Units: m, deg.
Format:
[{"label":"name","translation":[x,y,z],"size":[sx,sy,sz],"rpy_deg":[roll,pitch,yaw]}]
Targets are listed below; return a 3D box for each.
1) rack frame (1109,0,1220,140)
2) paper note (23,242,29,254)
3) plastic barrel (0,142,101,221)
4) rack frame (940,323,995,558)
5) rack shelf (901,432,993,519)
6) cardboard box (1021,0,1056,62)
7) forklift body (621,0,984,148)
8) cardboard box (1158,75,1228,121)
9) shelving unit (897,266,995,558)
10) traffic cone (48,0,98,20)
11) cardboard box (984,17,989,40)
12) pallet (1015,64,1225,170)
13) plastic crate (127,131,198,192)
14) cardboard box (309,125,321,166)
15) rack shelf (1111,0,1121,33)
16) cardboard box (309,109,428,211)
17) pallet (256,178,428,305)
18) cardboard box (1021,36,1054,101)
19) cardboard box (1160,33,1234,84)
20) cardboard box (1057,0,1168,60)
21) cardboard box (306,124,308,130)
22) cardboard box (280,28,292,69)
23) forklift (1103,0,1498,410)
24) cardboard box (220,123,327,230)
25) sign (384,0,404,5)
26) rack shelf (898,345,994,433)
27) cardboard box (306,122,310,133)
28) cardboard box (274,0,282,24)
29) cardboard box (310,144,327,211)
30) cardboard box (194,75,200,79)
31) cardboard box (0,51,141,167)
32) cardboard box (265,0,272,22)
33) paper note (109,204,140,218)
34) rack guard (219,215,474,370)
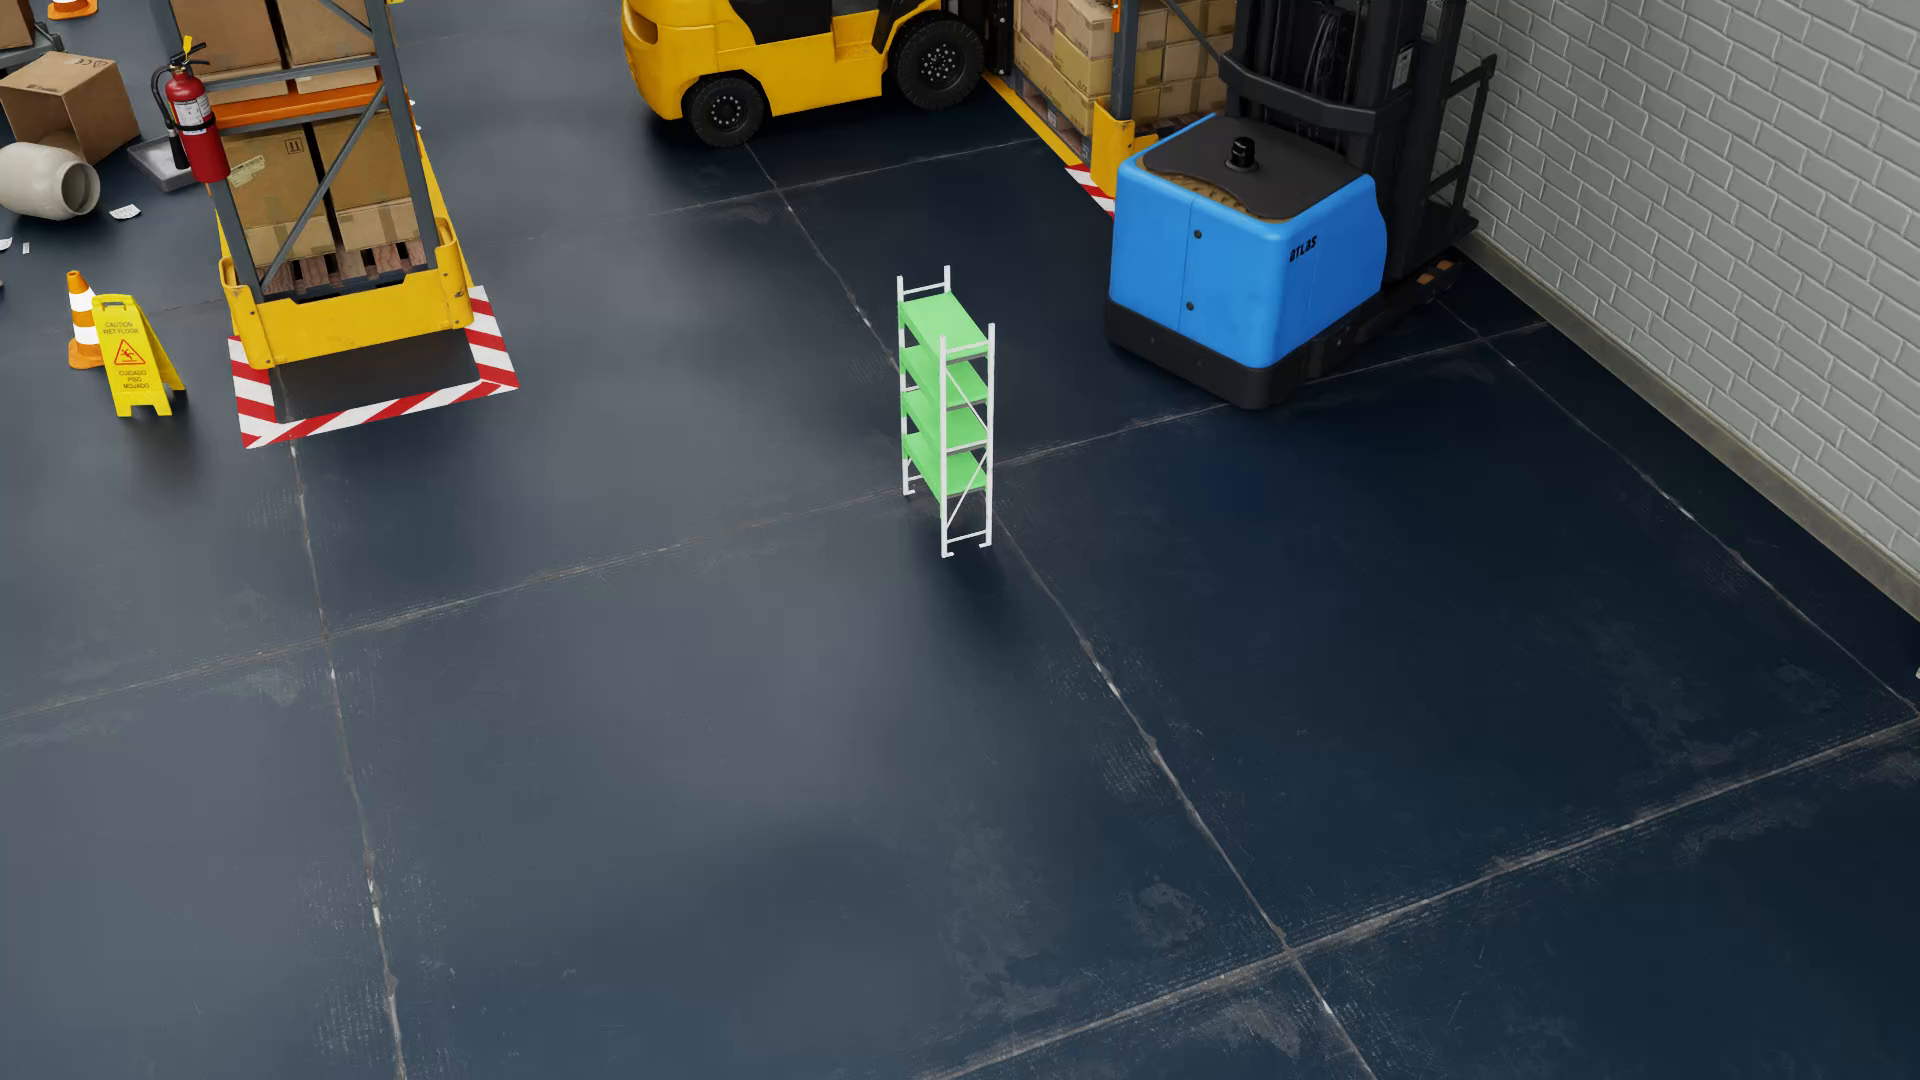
[{"label":"rack frame","translation":[1.380,-3.460,9.392],"size":[1.000,3.000,0.127],"rpy_deg":[-15,43,-17]},{"label":"paper note","translation":[-5.407,-1.691,9.627],"size":[0.032,0.001,0.123],"rpy_deg":[-15,43,-17]},{"label":"plastic barrel","translation":[-5.393,-2.109,9.797],"size":[0.512,0.421,0.421],"rpy_deg":[12,42,13]},{"label":"rack frame","translation":[0.030,-0.408,7.222],"size":[0.240,1.200,0.015],"rpy_deg":[-15,43,-17]},{"label":"rack shelf","translation":[-0.063,-0.324,7.592],"size":[0.258,0.148,0.480],"rpy_deg":[-15,43,-17]},{"label":"cardboard box","translation":[0.723,-3.286,10.593],"size":[0.500,0.250,0.500],"rpy_deg":[-16,43,-17]},{"label":"forklift body","translation":[-1.031,-3.825,10.468],"size":[2.313,2.155,1.214],"rpy_deg":[-15,43,-17]},{"label":"cardboard box","translation":[1.373,-2.921,10.552],"size":[0.500,0.250,0.500],"rpy_deg":[-15,43,-17]},{"label":"shelving unit","translation":[-0.063,-0.555,7.393],"size":[0.258,1.200,0.503],"rpy_deg":[-15,43,-17]},{"label":"traffic cone","translation":[-6.503,-4.065,12.041],"size":[0.336,0.463,0.334],"rpy_deg":[-15,43,-17]},{"label":"cardboard box","translation":[0.325,-3.694,11.450],"size":[0.500,0.250,0.500],"rpy_deg":[-14,43,-16]},{"label":"pallet","translation":[1.049,-2.853,10.824],"size":[1.003,0.211,1.213],"rpy_deg":[-15,43,-17]},{"label":"plastic crate","translation":[-4.892,-2.372,10.365],"size":[0.402,0.080,0.583],"rpy_deg":[-31,49,-31]},{"label":"cardboard box","translation":[-3.666,-2.526,10.092],"size":[0.500,0.250,0.500],"rpy_deg":[-12,42,-14]},{"label":"rack shelf","translation":[0.615,-4.392,11.027],"size":[1.077,0.370,4.000],"rpy_deg":[-15,43,-17]},{"label":"cardboard box","translation":[-3.267,-2.190,9.126],"size":[0.500,0.500,0.500],"rpy_deg":[-16,43,-18]},{"label":"pallet","translation":[-3.512,-1.706,9.491],"size":[1.003,0.211,1.213],"rpy_deg":[-15,43,-17]},{"label":"cardboard box","translation":[0.727,-3.083,10.740],"size":[0.500,0.250,0.500],"rpy_deg":[-15,43,-17]},{"label":"cardboard box","translation":[1.392,-3.101,10.378],"size":[0.500,0.250,0.500],"rpy_deg":[-14,43,-16]},{"label":"cardboard box","translation":[0.916,-3.156,10.057],"size":[0.500,0.250,0.500],"rpy_deg":[-14,43,-15]},{"label":"cardboard box","translation":[-4.141,-2.657,9.670],"size":[0.500,0.500,0.500],"rpy_deg":[-16,43,-18]},{"label":"cardboard box","translation":[-3.253,-2.529,8.502],"size":[0.380,0.149,0.250],"rpy_deg":[-14,43,-16]},{"label":"forklift","translation":[2.148,-2.626,8.475],"size":[1.130,2.935,3.031],"rpy_deg":[32,50,32]},{"label":"cardboard box","translation":[-3.752,-2.038,8.950],"size":[0.500,0.500,0.500],"rpy_deg":[-15,43,-17]},{"label":"sign","translation":[-2.703,-2.683,7.824],"size":[0.100,0.325,0.005],"rpy_deg":[-15,43,-17]},{"label":"rack shelf","translation":[-0.063,-0.688,7.279],"size":[0.258,0.148,0.480],"rpy_deg":[-15,43,-17]},{"label":"cardboard box","translation":[-4.338,-2.685,10.278],"size":[0.500,0.250,0.500],"rpy_deg":[-16,43,-17]},{"label":"cardboard box","translation":[-3.330,-3.036,8.594],"size":[0.500,0.500,0.500],"rpy_deg":[-14,43,-16]},{"label":"cardboard box","translation":[-3.953,-2.070,9.562],"size":[0.500,0.250,0.500],"rpy_deg":[-15,43,-17]},{"label":"cardboard box","translation":[-3.744,-2.421,8.376],"size":[0.380,0.149,0.250],"rpy_deg":[-16,43,-17]},{"label":"cardboard box","translation":[-5.582,-2.697,10.420],"size":[0.500,0.500,0.500],"rpy_deg":[12,42,13]},{"label":"cardboard box","translation":[-3.854,-2.931,8.472],"size":[0.500,0.500,0.500],"rpy_deg":[-15,43,-17]},{"label":"paper note","translation":[-4.984,-1.962,9.926],"size":[0.142,0.019,0.148],"rpy_deg":[-31,49,-31]},{"label":"rack guard","translation":[-3.233,-1.318,8.817],"size":[1.175,0.500,0.348],"rpy_deg":[-15,43,-17]}]
